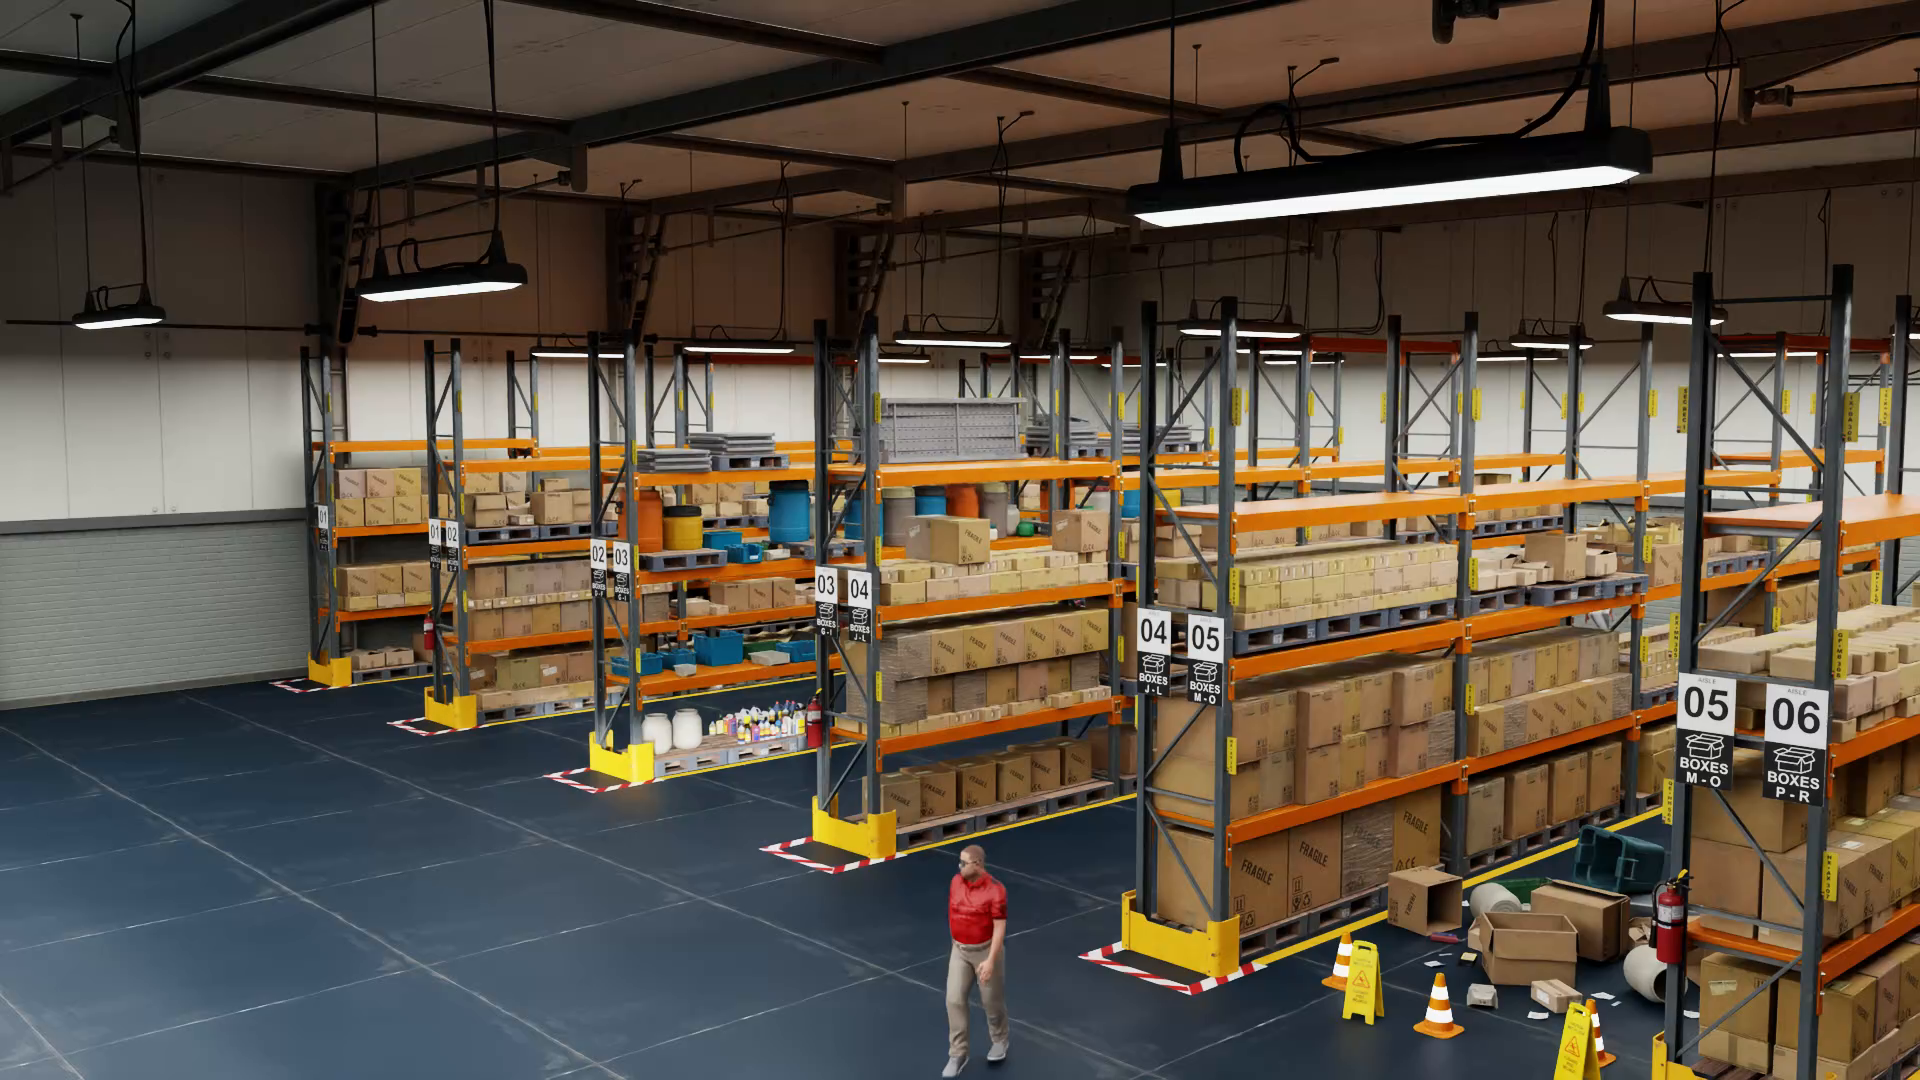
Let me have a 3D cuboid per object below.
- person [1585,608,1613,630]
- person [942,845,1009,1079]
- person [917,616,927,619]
[{"bbox_3d":[12.826,1.450,33.284,0.440,1.557,1.024,-1,5,-13],"label":"person"},{"bbox_3d":[0.121,3.216,12.754,0.561,1.793,0.702,3,6,30],"label":"person"},{"bbox_3d":[-0.607,1.424,30.837,0.634,1.659,0.598,-1,5,-17],"label":"person"}]
